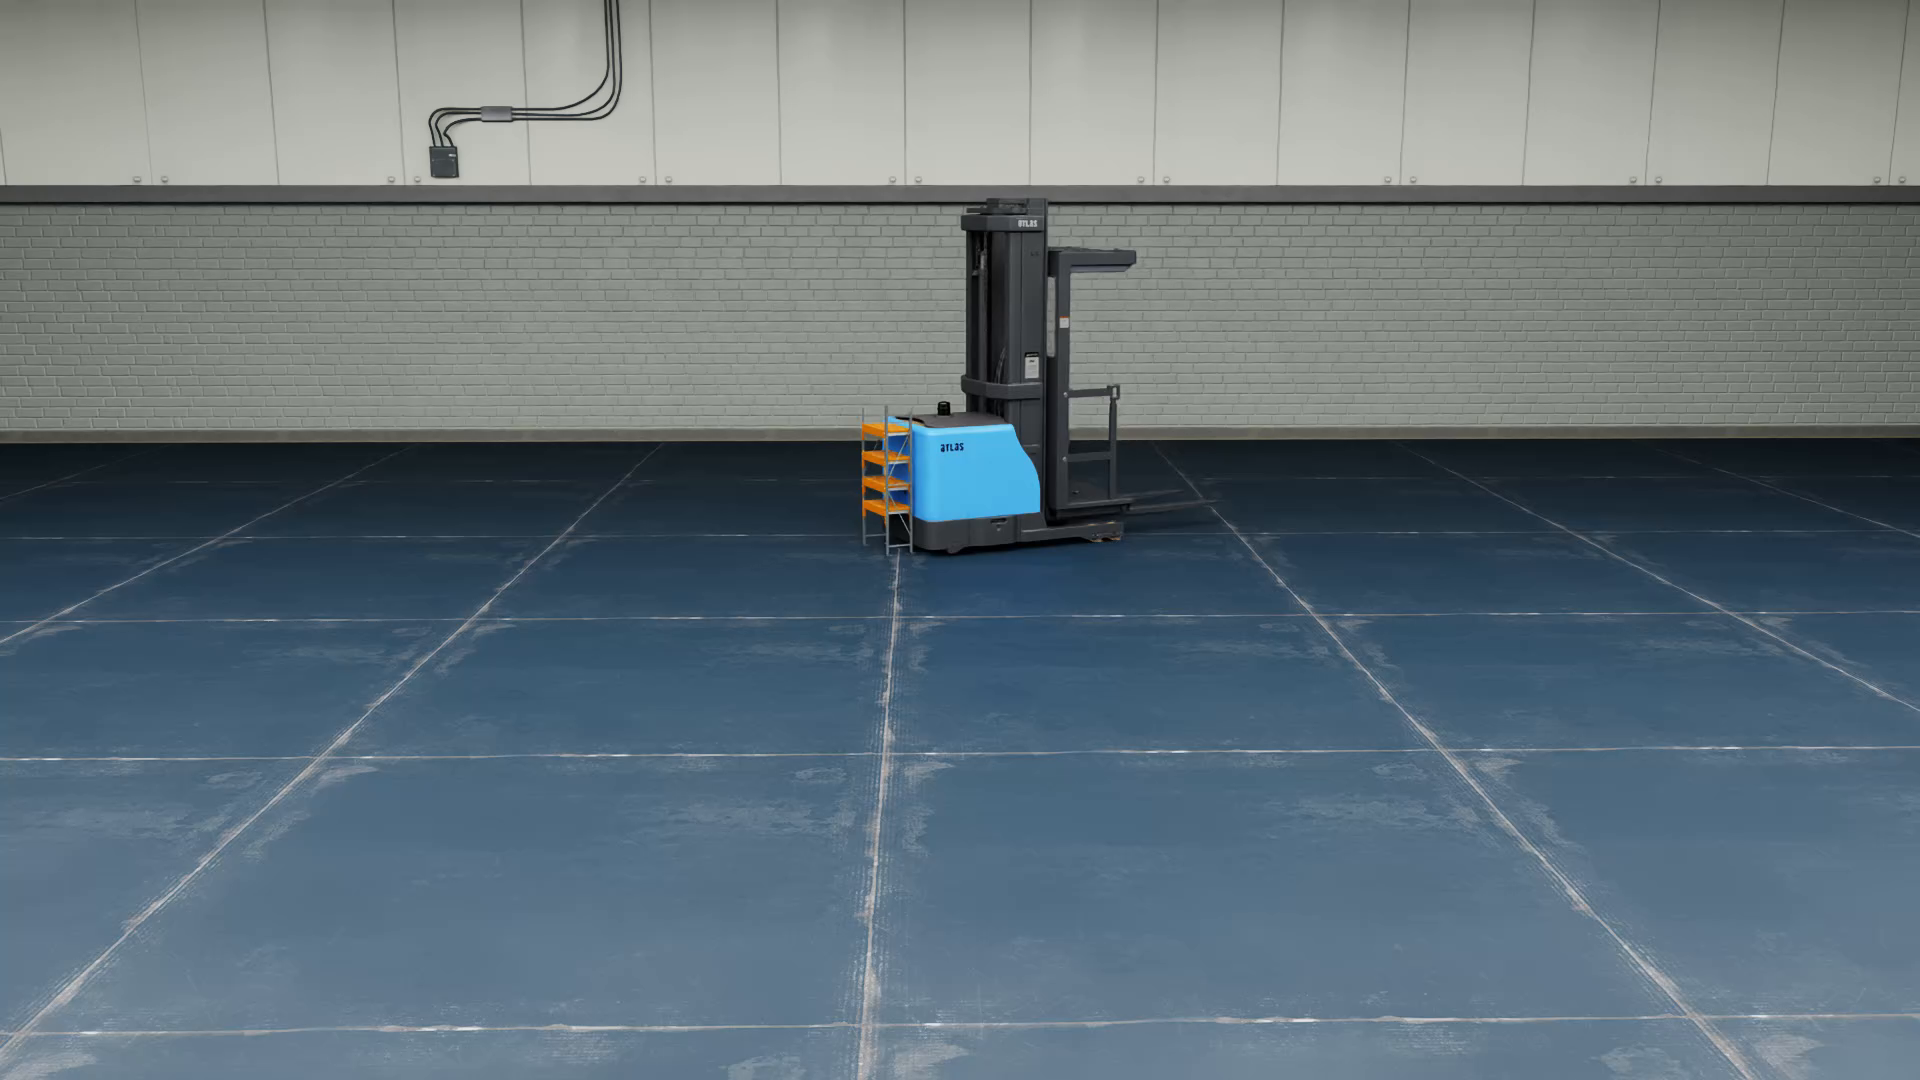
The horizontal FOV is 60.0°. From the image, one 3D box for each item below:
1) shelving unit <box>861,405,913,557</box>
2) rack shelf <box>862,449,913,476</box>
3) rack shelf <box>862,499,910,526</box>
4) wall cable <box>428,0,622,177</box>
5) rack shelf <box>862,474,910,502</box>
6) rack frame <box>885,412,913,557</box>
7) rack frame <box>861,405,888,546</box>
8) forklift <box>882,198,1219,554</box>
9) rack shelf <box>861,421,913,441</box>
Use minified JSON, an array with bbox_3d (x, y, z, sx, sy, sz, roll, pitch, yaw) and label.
[{"bbox_3d":[-0.615,-0.504,14.027,0.258,1.200,0.503,-6,13,-26],"label":"shelving unit"},{"bbox_3d":[-0.615,-0.658,13.996,0.258,0.148,0.480,-6,13,-26],"label":"rack shelf"},{"bbox_3d":[-0.615,-0.244,14.080,0.258,0.148,0.480,-6,13,-26],"label":"rack shelf"},{"bbox_3d":[-5.153,-7.284,19.276,2.305,6.003,0.169,0,11,-1],"label":"wall cable"},{"bbox_3d":[-0.615,-0.438,14.040,0.258,0.148,0.480,-6,13,-26],"label":"rack shelf"},{"bbox_3d":[-0.506,-0.461,13.813,0.240,1.200,0.015,-6,13,-26],"label":"rack frame"},{"bbox_3d":[-0.725,-0.548,14.241,0.240,1.200,0.015,-6,13,-26],"label":"rack frame"},{"bbox_3d":[0.866,-1.501,14.587,3.031,2.935,1.130,-6,13,-26],"label":"forklift"},{"bbox_3d":[-0.615,-0.889,13.949,0.258,0.148,0.480,-6,13,-26],"label":"rack shelf"}]
